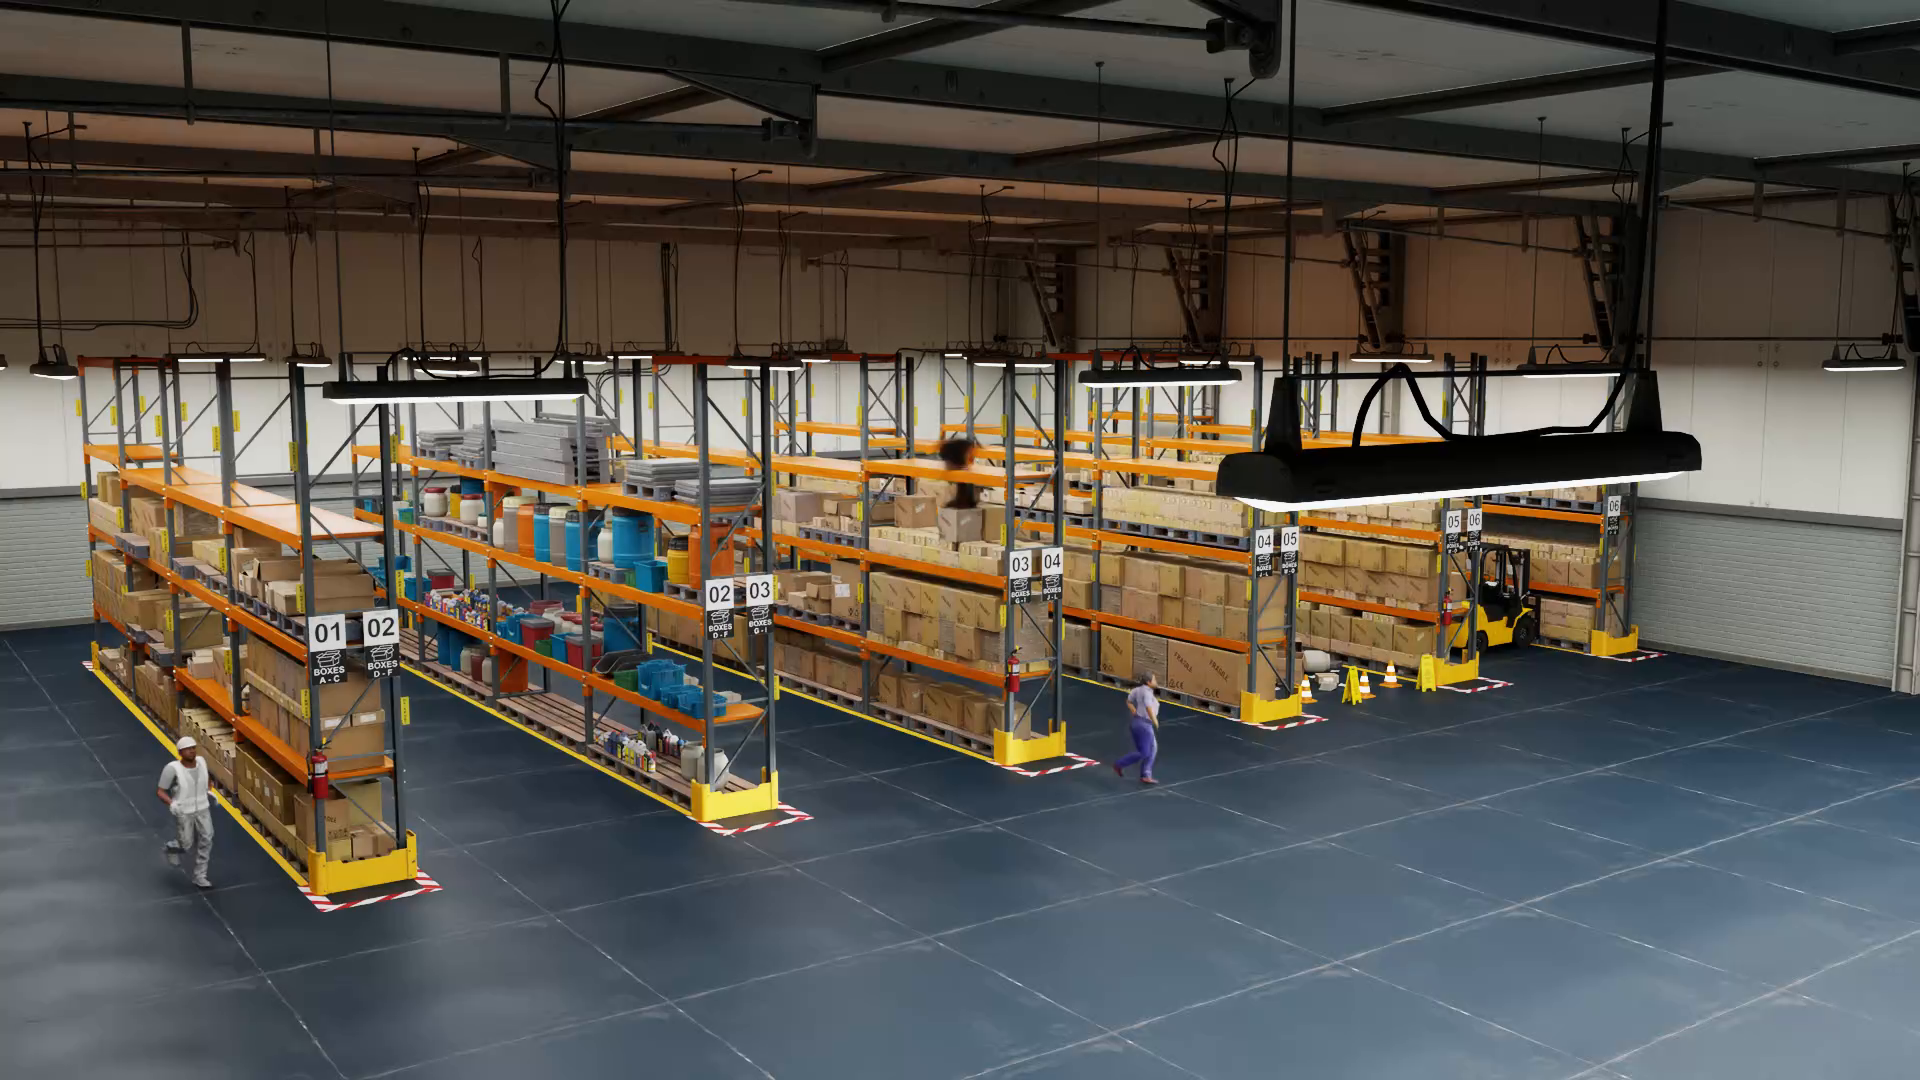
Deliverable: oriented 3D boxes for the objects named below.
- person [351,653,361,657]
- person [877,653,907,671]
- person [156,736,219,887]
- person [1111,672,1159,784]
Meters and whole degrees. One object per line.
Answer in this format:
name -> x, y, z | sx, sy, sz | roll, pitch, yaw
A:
person -> -10.484, 2.090, 28.192 | 0.792, 1.711, 0.707 | 6, 9, 40
person -> -1.201, 1.731, 31.561 | 1.017, 1.699, 0.708 | 7, 10, 43
person -> -8.998, 3.135, 19.359 | 0.814, 1.748, 0.688 | 5, 9, 38
person -> 2.503, 2.684, 23.667 | 0.699, 1.627, 0.599 | -1, 7, -5
